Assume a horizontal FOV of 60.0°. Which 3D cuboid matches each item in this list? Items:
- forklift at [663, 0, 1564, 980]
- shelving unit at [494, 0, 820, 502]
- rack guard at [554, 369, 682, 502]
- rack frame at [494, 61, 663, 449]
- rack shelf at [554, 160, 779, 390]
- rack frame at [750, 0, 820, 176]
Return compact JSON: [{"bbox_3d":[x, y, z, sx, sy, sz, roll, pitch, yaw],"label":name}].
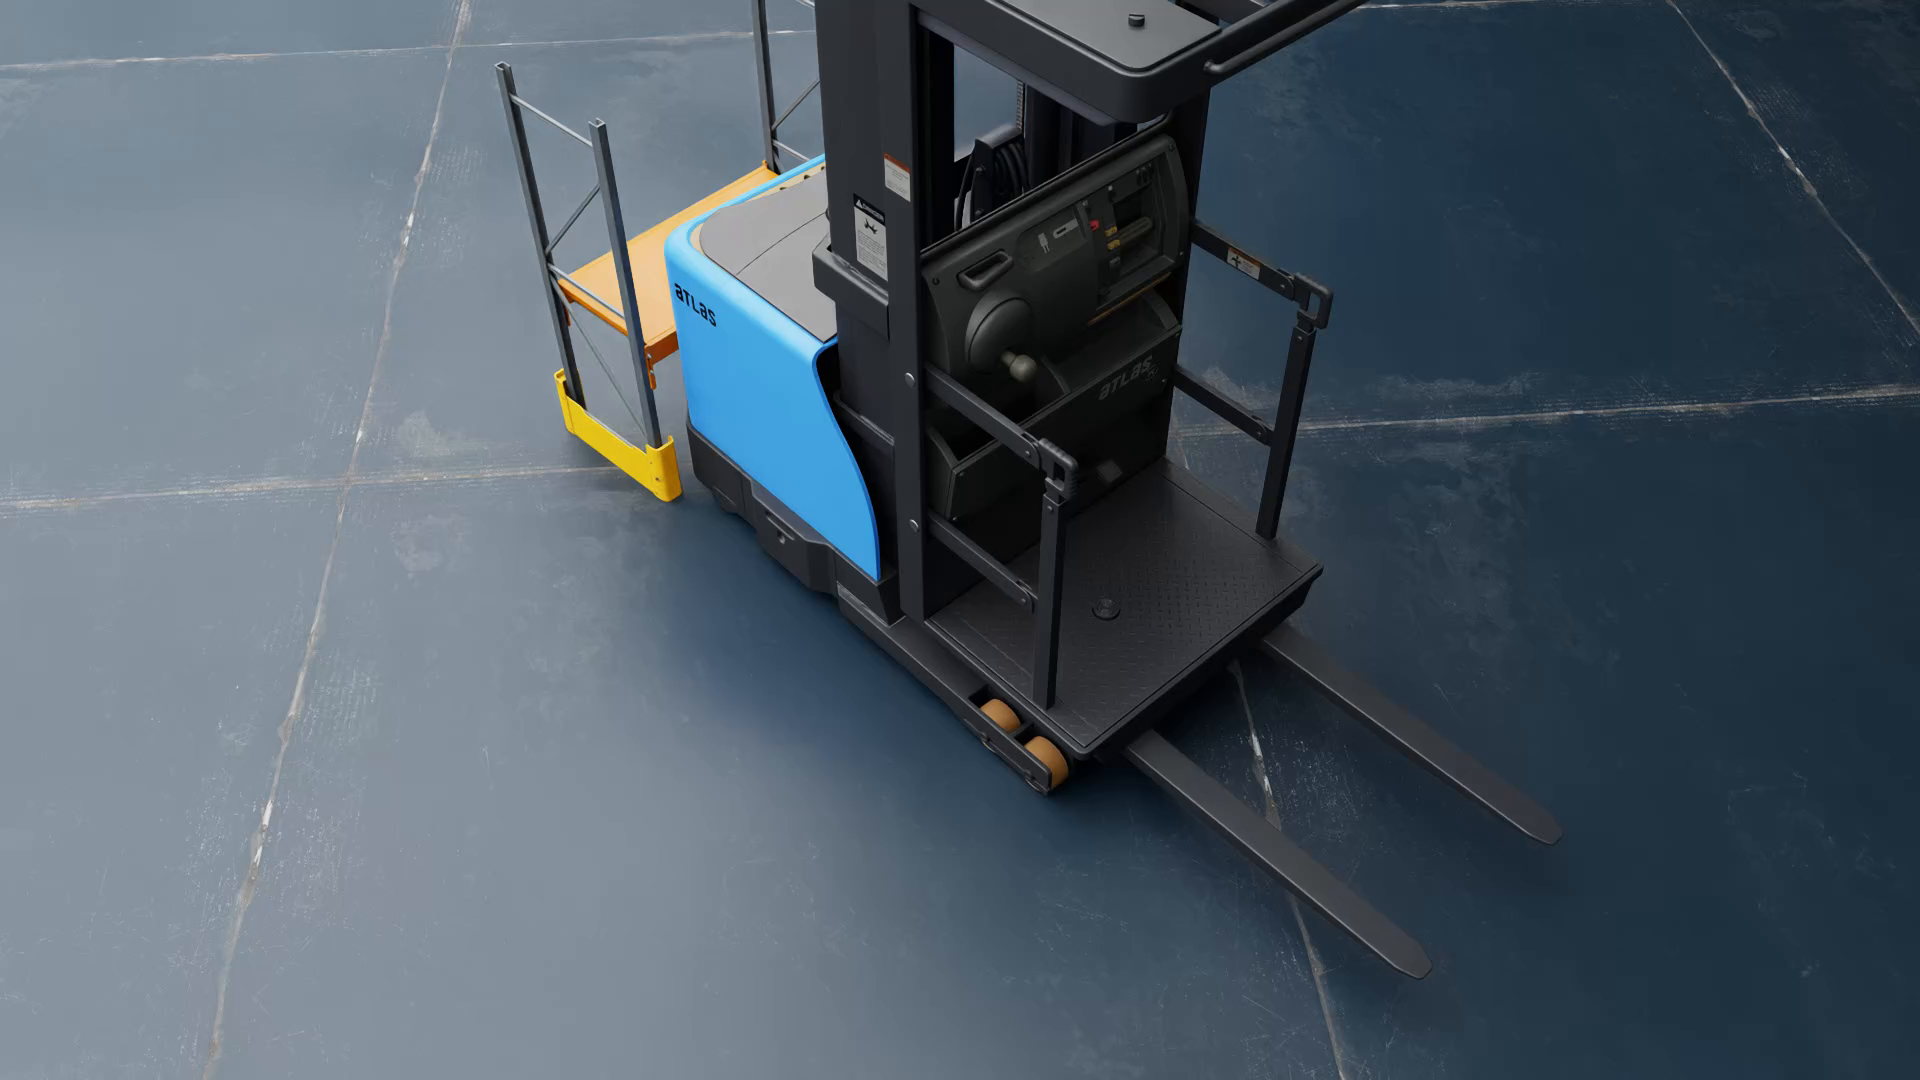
[{"bbox_3d":[0.424,-0.674,4.370,1.130,2.935,3.031,-34,55,-28],"label":"forklift"},{"bbox_3d":[-0.882,-1.076,5.736,0.587,1.500,1.083,34,55,28],"label":"shelving unit"},{"bbox_3d":[-1.222,-0.382,5.940,0.587,0.250,0.087,34,55,28],"label":"rack guard"},{"bbox_3d":[-1.223,-0.811,5.485,0.500,1.500,0.032,34,55,28],"label":"rack frame"},{"bbox_3d":[-0.875,-0.957,5.871,0.538,0.185,1.000,34,55,28],"label":"rack shelf"},{"bbox_3d":[-0.528,-1.350,5.996,0.500,1.500,0.032,34,55,28],"label":"rack frame"}]
